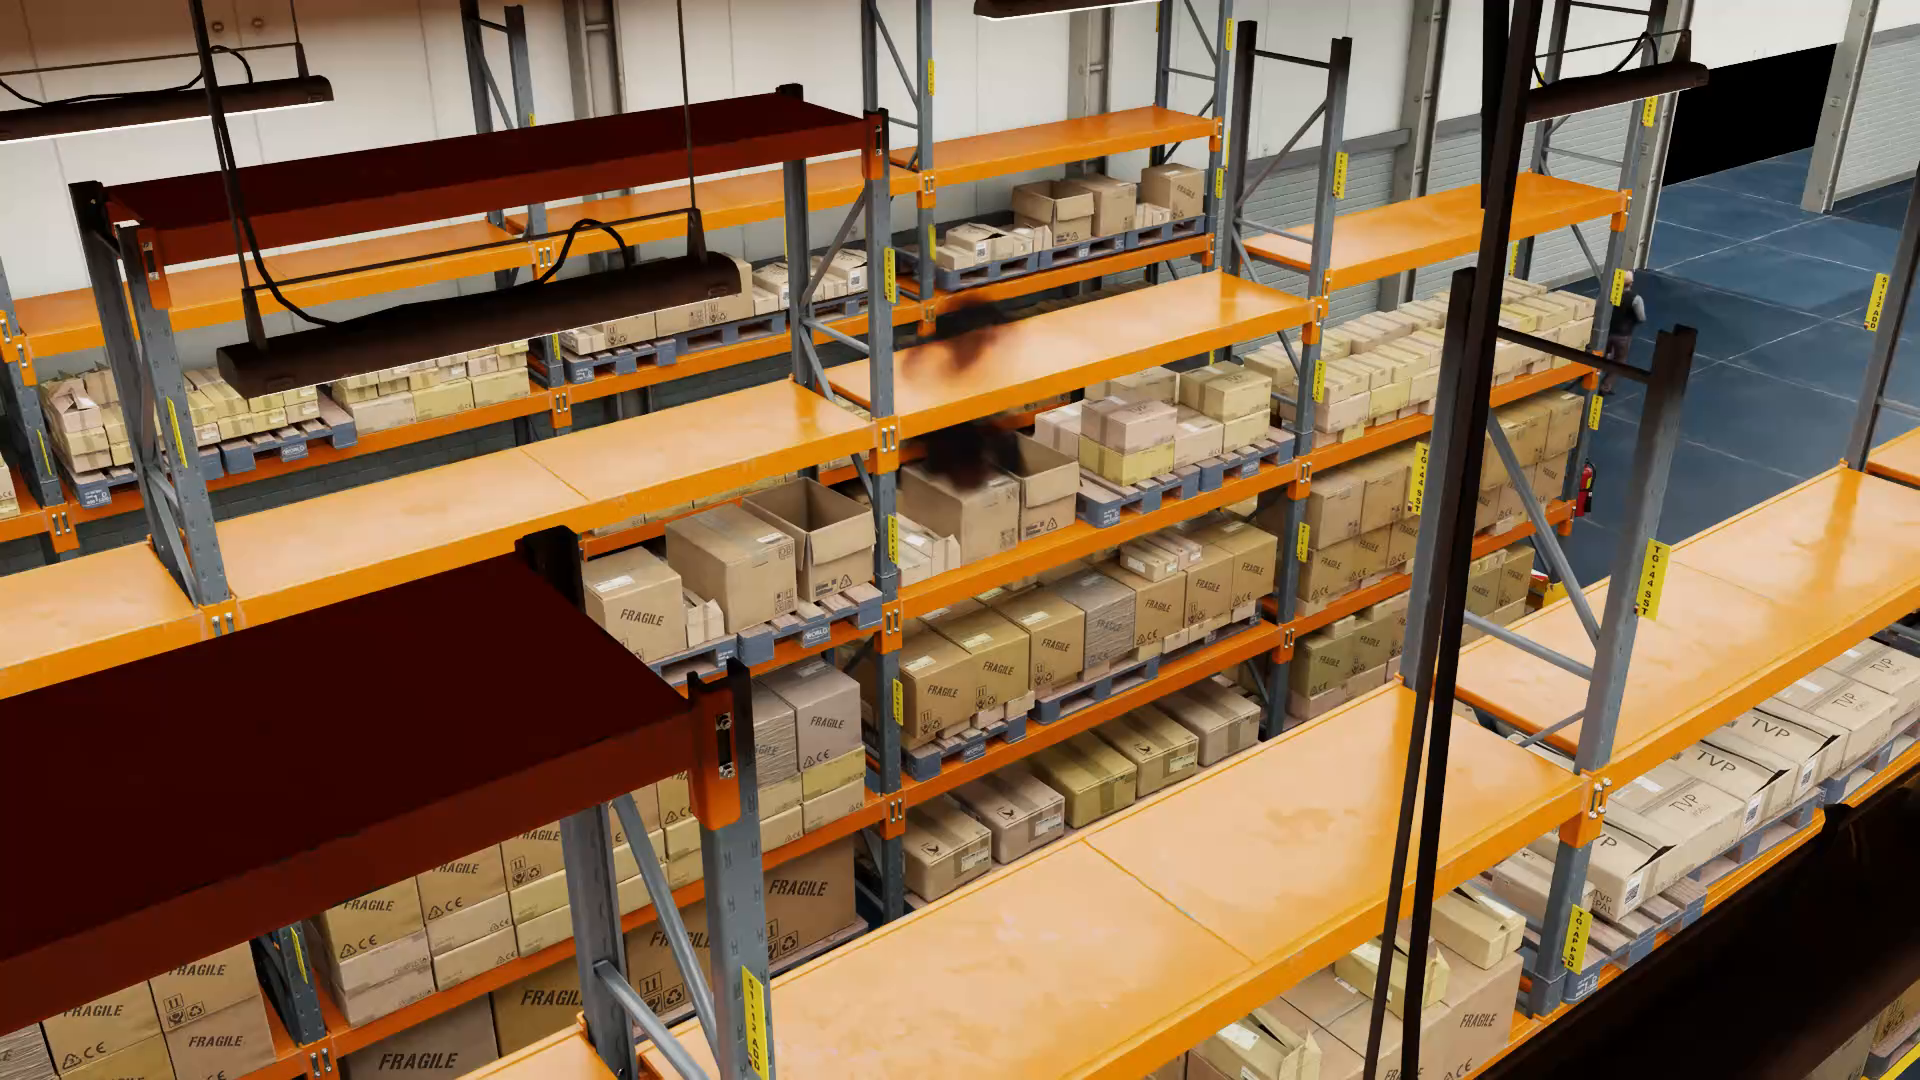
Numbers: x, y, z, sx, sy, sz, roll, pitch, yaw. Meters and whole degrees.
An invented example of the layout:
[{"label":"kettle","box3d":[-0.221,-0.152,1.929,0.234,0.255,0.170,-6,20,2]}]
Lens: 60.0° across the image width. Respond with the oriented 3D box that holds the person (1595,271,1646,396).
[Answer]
[{"label":"person","box3d":[8.575,-2.711,21.743,0.698,1.686,0.591,19,32,34]}]
